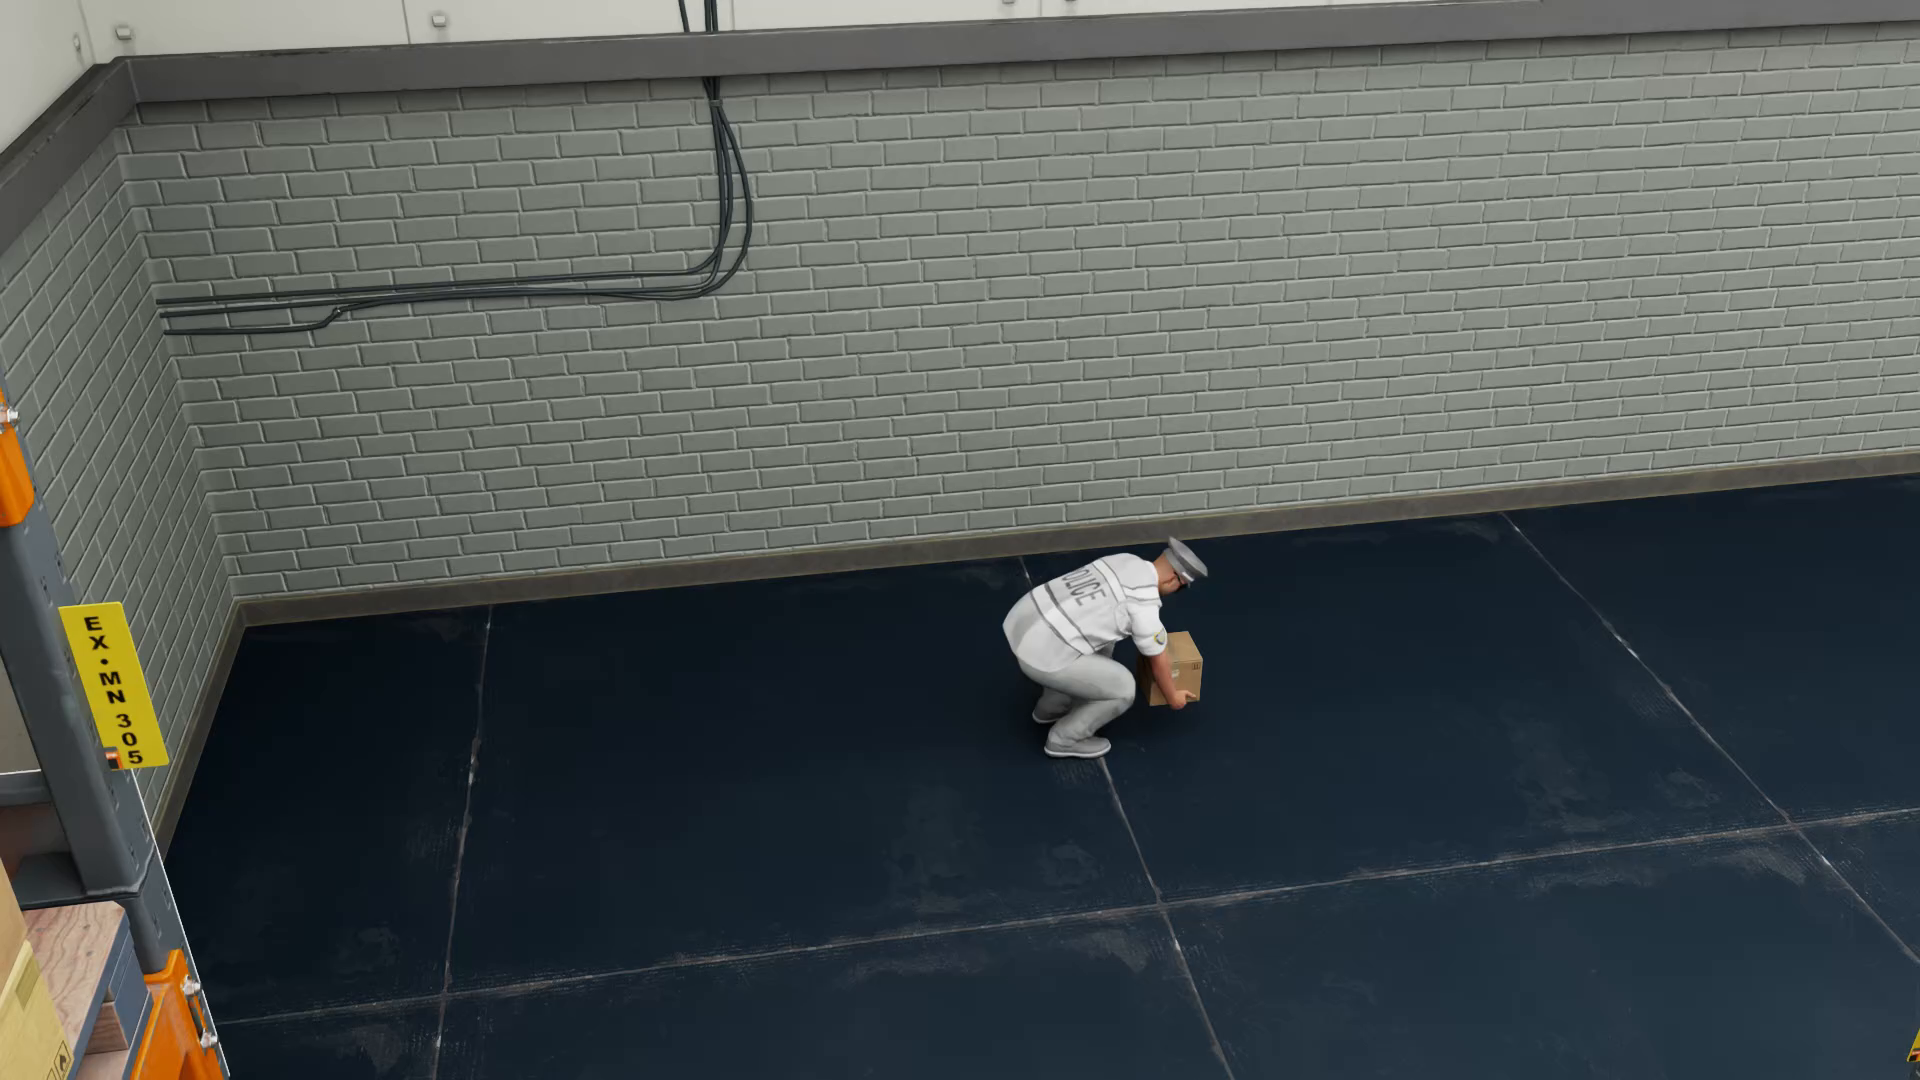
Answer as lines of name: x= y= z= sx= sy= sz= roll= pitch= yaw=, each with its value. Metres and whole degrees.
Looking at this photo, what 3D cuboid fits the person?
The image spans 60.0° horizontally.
person: x=0.701 y=0.506 z=7.999 sx=0.987 sy=1.023 sz=0.535 roll=-6 pitch=31 yaw=-10
